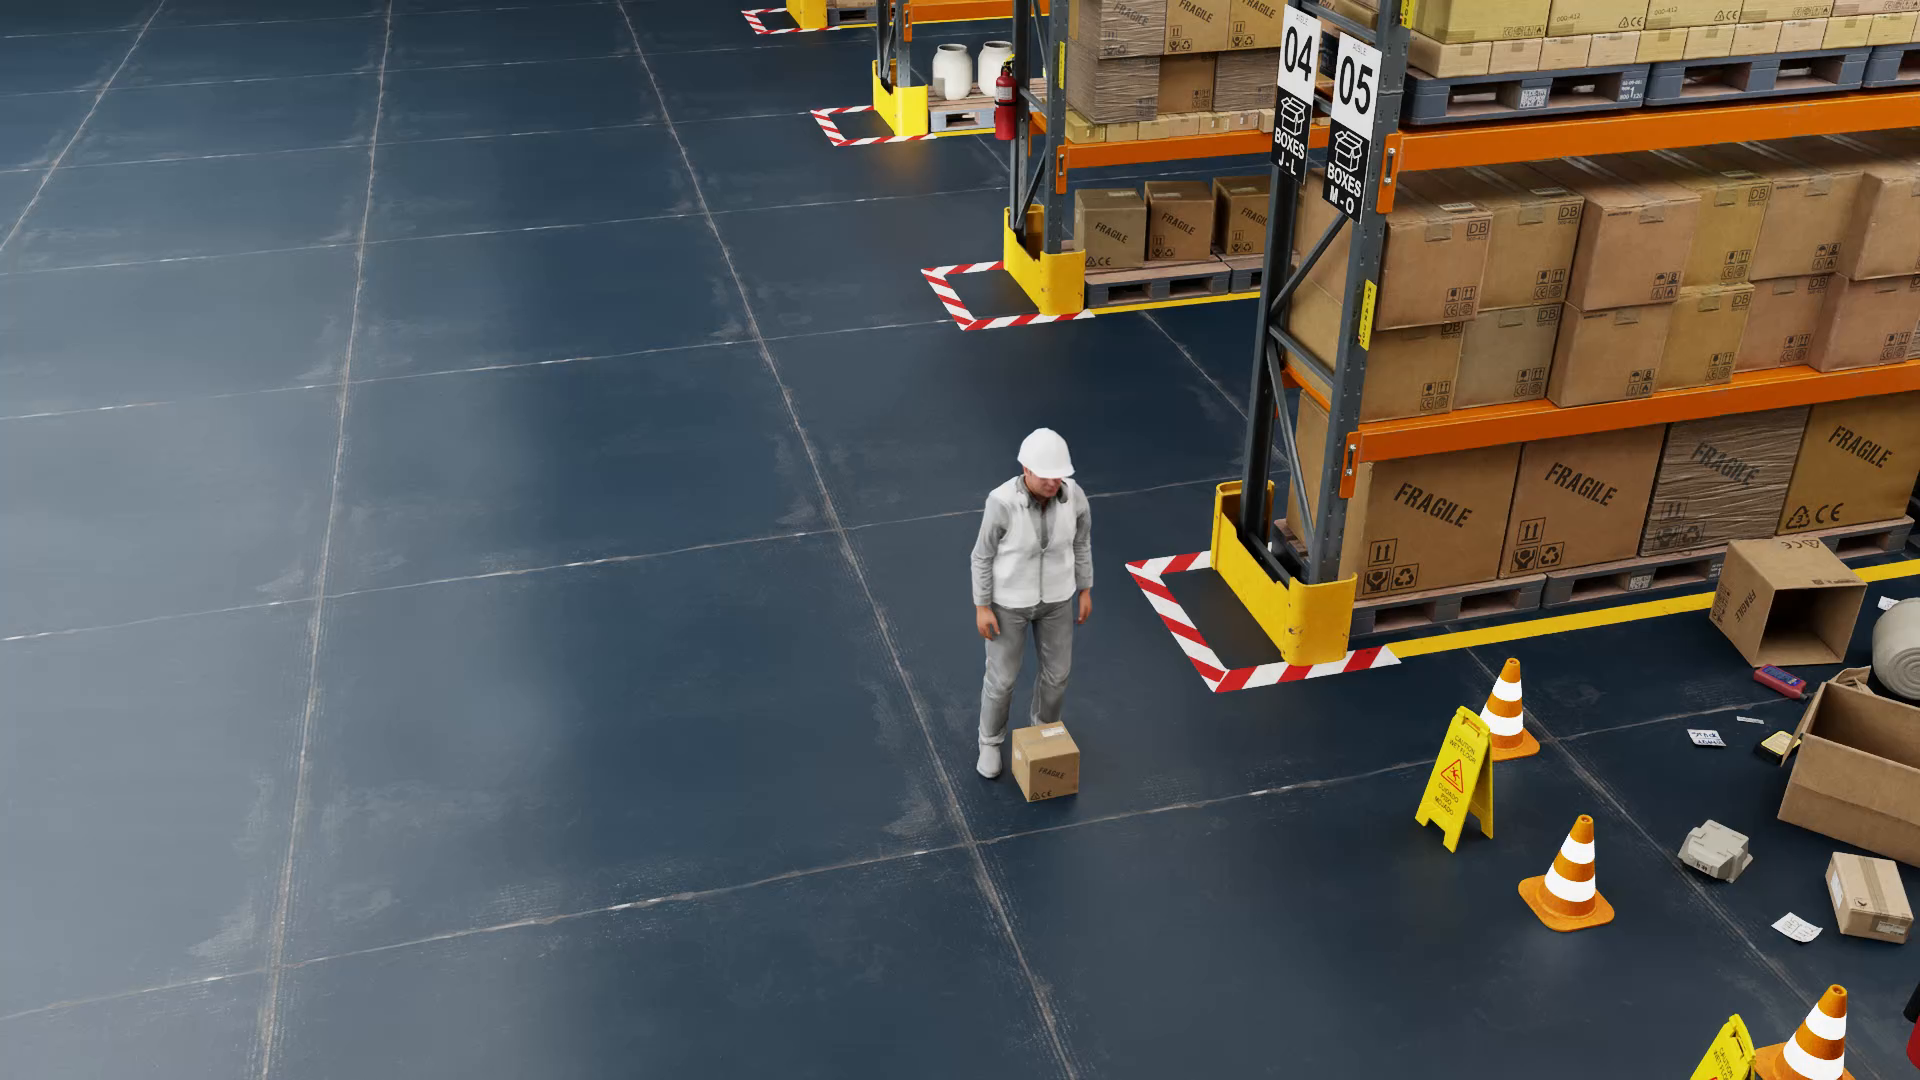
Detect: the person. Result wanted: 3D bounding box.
[{"bbox_3d":[0.338,0.270,7.746,0.591,1.773,0.458,-9,31,-15],"label":"person"}]
